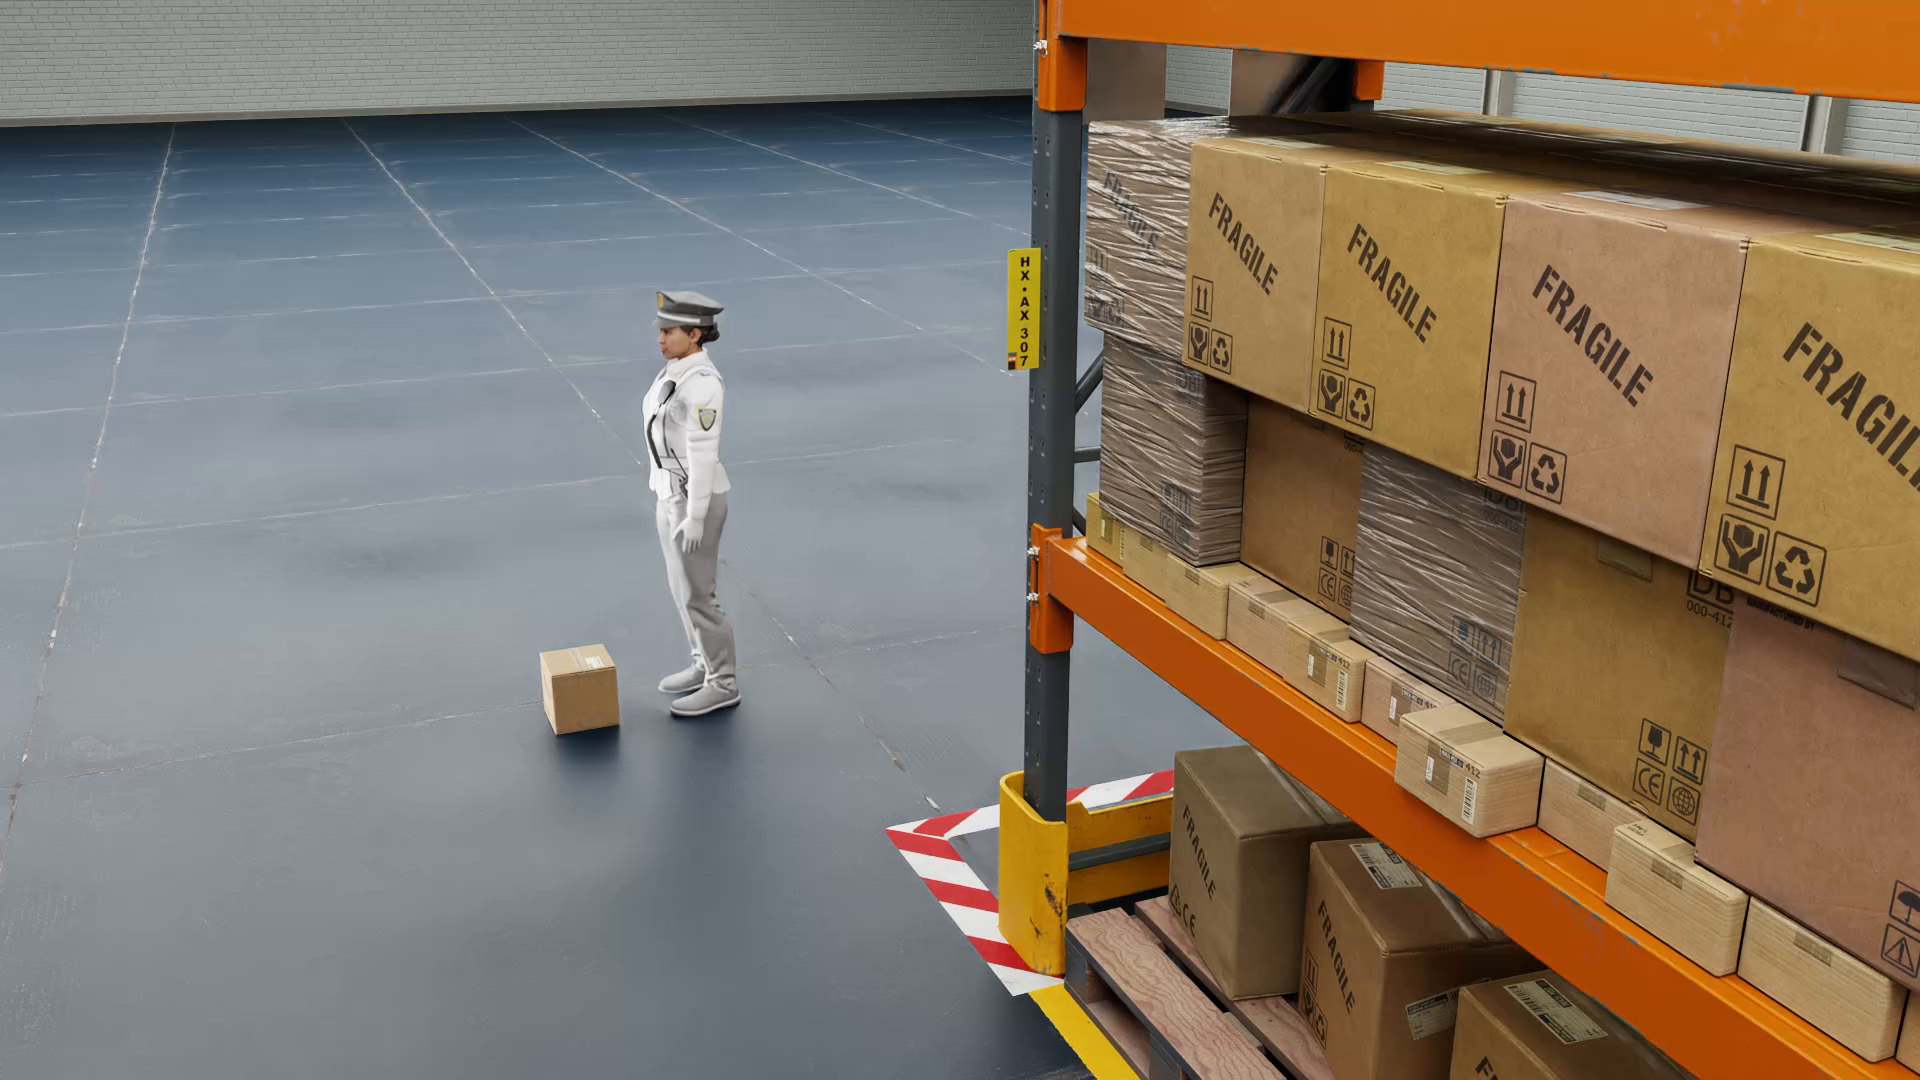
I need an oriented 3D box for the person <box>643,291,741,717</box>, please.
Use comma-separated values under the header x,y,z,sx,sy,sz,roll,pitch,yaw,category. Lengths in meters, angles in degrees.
x,y,z,sx,sy,sz,roll,pitch,yaw,category
-1.056,-0.140,6.464,0.337,1.683,0.467,-7,20,-21,person
